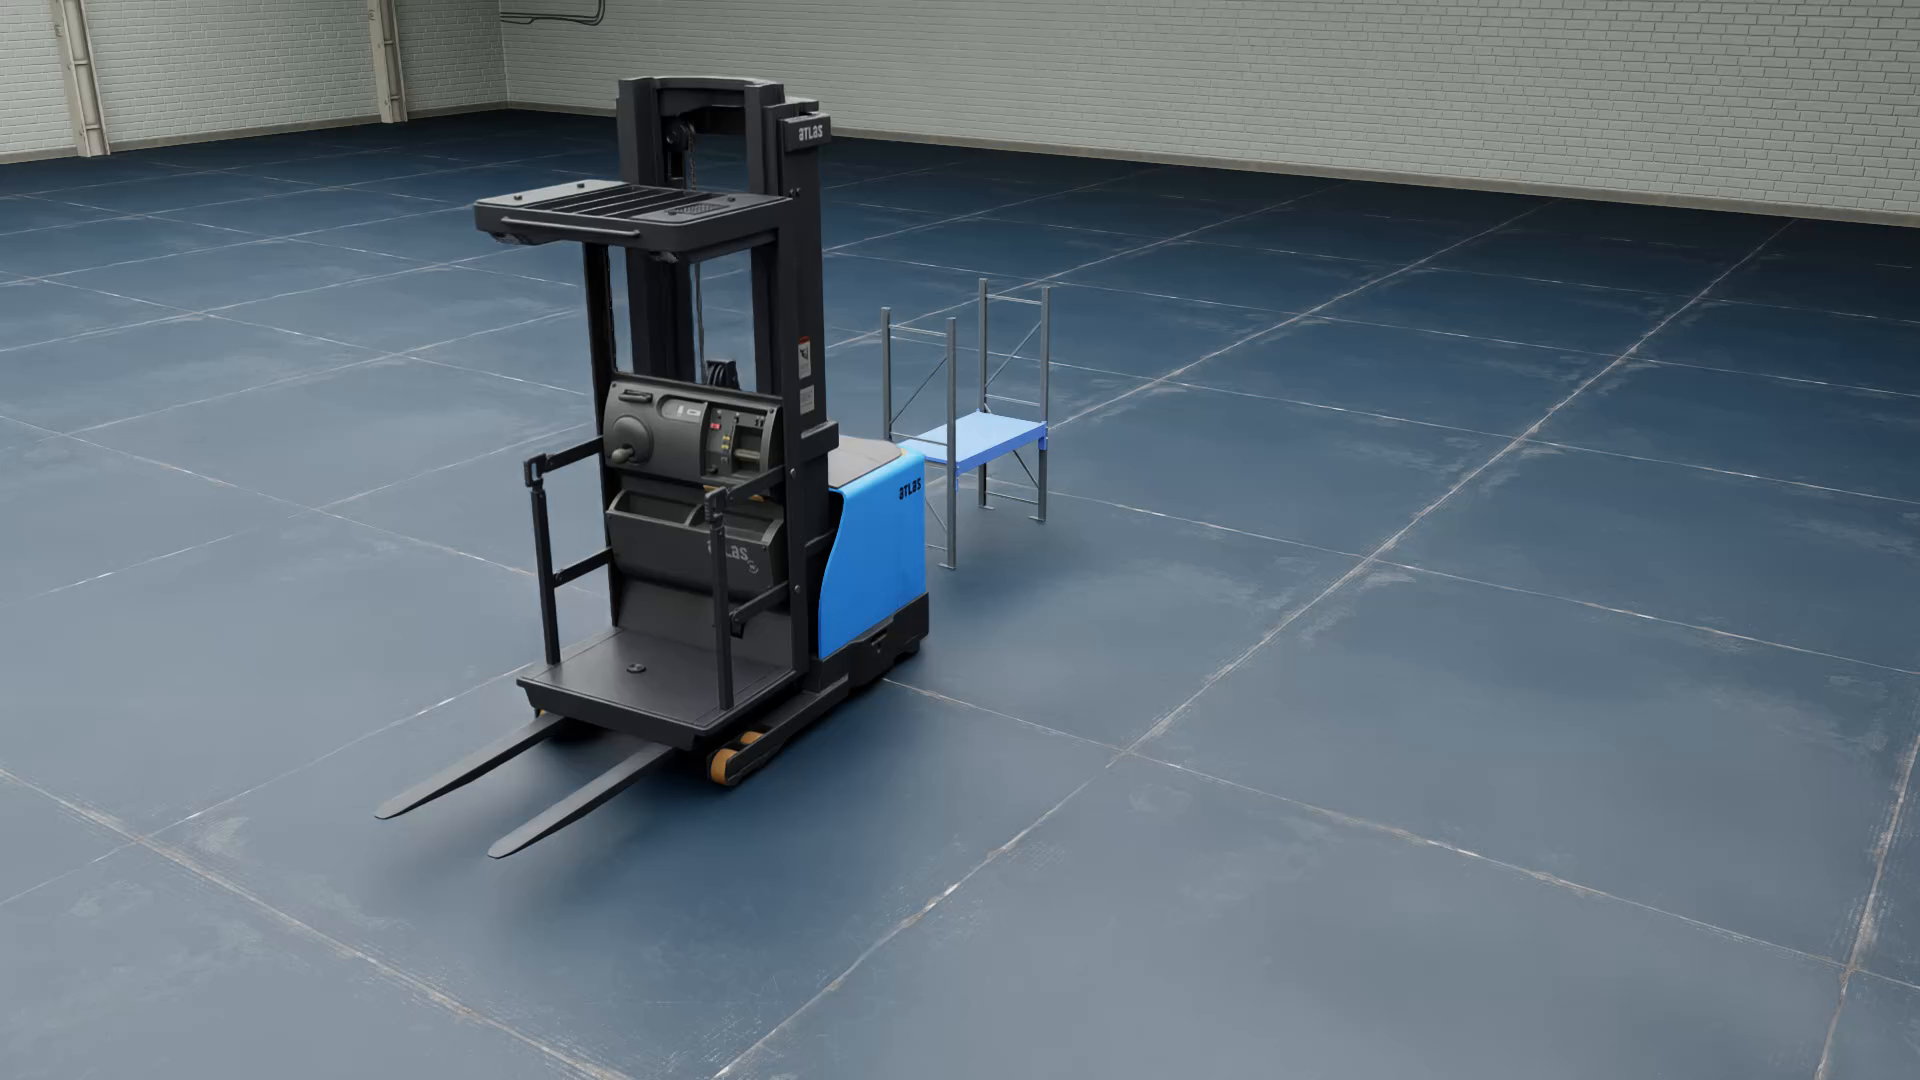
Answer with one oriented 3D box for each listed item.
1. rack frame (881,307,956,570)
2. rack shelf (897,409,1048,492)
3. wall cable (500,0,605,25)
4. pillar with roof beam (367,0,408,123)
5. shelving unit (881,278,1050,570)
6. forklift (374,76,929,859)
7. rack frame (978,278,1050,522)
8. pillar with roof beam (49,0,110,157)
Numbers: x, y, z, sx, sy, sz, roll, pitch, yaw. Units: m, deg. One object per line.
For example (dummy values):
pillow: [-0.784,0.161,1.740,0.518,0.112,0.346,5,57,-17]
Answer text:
rack frame: [-0.238,-0.582,9.677,0.500,1.500,0.032,13,24,32]
rack shelf: [0.048,-0.559,10.133,0.538,0.185,1.000,13,24,32]
wall cable: [-8.167,-11.426,32.660,3.097,2.526,0.112,13,24,32]
pillar with roof beam: [-7.356,-11.456,28.263,9.100,9.000,0.400,13,24,32]
shelving unit: [0.048,-0.728,10.071,0.538,1.500,1.048,13,24,32]
forklift: [-1.319,-0.467,7.302,1.130,2.935,3.031,11,23,27]
rack frame: [0.334,-0.874,10.465,0.500,1.500,0.032,13,24,32]
pillar with roof beam: [-10.729,-9.734,23.609,9.100,9.000,0.400,13,24,32]
